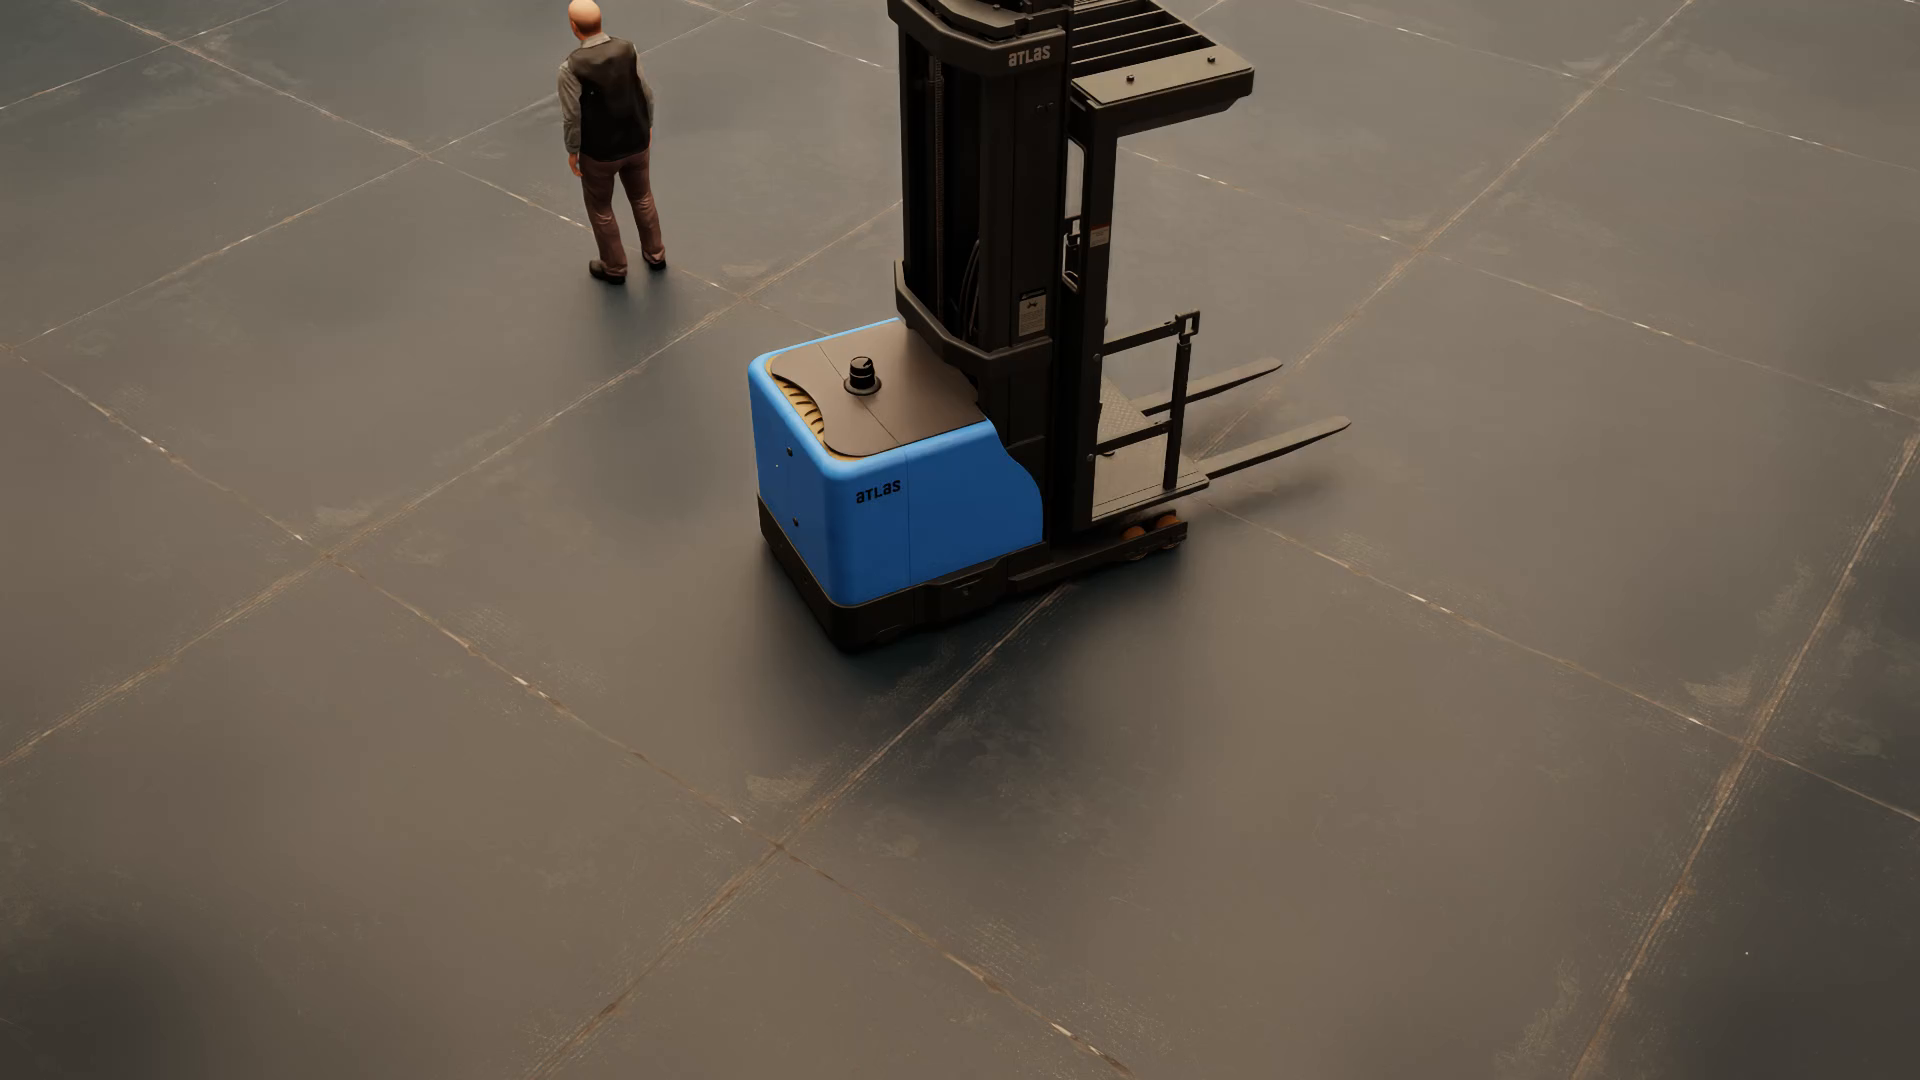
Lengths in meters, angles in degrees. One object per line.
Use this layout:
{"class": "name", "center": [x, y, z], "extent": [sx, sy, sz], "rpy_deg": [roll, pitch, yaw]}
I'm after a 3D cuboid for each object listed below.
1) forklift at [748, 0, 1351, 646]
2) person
{"class": "forklift", "center": [0.555, -1.302, 7.601], "extent": [3.031, 2.935, 1.130], "rpy_deg": [-19, 44, -20]}
{"class": "person", "center": [-2.030, -2.266, 9.747], "extent": [0.580, 1.616, 0.425], "rpy_deg": [-27, 48, -28]}
